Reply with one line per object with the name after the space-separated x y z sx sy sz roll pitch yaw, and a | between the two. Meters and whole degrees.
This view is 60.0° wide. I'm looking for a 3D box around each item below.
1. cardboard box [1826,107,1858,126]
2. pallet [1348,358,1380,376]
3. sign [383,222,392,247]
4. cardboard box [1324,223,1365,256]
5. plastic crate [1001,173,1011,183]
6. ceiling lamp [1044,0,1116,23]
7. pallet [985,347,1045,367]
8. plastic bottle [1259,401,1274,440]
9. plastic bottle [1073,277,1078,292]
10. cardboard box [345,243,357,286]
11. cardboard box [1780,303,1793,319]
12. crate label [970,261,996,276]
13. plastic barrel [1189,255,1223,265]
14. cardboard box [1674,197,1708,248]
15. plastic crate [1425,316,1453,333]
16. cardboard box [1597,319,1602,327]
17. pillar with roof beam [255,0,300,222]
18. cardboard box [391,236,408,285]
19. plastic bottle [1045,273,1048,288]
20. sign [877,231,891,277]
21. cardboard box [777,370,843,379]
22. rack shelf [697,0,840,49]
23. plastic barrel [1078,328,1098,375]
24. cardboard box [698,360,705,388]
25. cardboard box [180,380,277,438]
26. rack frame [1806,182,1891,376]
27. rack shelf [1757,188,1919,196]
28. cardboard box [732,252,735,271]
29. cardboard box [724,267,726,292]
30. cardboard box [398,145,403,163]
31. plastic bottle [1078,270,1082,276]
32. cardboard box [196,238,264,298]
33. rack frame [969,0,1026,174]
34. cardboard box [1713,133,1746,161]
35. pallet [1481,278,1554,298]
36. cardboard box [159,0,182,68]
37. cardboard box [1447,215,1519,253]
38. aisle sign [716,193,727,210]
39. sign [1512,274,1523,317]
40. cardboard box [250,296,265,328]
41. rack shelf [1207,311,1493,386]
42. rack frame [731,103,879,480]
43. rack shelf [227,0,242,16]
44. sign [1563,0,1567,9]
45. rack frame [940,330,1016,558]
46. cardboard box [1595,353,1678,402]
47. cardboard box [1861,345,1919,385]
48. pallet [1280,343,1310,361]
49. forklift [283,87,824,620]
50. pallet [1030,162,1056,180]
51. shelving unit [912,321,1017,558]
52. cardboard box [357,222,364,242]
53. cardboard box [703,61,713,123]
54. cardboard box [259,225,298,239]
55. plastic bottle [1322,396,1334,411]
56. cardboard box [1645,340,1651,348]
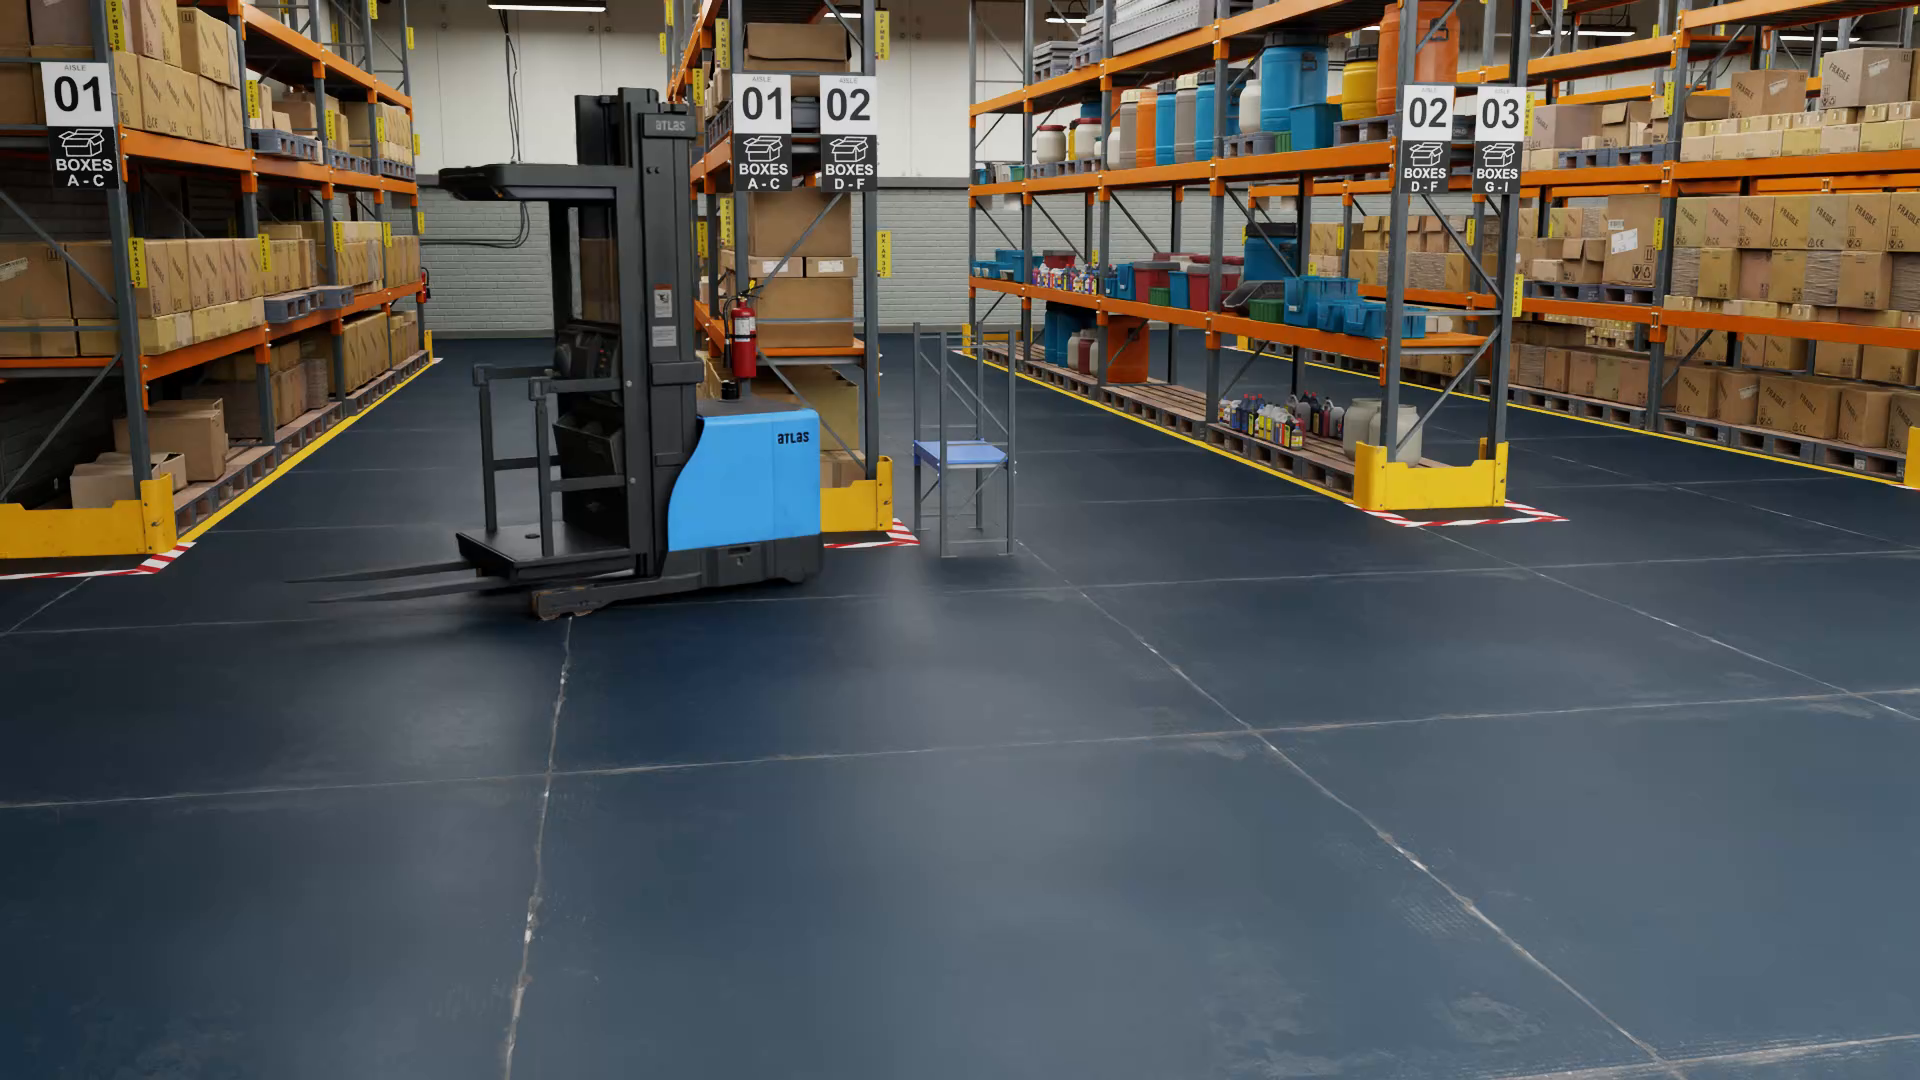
8.022 -3.794 14.919 0.380 0.149 0.250 -3 11 -14 | cardboard box
6.518 -2.612 24.854 1.003 0.211 1.213 -2 11 -11 | pallet
-7.752 -4.131 22.496 0.100 0.325 0.005 -2 11 -11 | sign
5.942 -4.636 25.631 0.500 0.500 0.500 -2 11 -9 | cardboard box
0.815 -5.504 25.273 0.293 0.136 0.466 -2 11 -11 | plastic crate
2.606 -11.072 30.192 2.000 3.185 0.800 -2 11 -11 | ceiling lamp
1.014 -2.928 26.516 1.003 0.211 1.213 -2 11 -11 | pallet
2.861 -1.112 15.425 0.144 0.351 0.185 -2 11 -11 | plastic bottle
1.535 -3.357 21.842 0.097 0.201 0.097 0 11 0 | plastic bottle
-7.440 -3.246 19.613 0.500 0.500 0.500 -2 11 -9 | cardboard box
7.995 -2.161 15.698 0.380 0.149 0.250 -2 11 -11 | cardboard box
0.383 -4.564 27.940 0.416 0.233 0.303 -2 11 -11 | crate label
2.794 -2.937 18.742 0.433 0.535 0.433 0 11 0 | plastic barrel
7.688 -3.248 17.001 0.500 0.500 0.500 -2 11 -11 | cardboard box
3.911 -1.786 13.761 0.298 0.136 0.250 -2 11 -11 | plastic crate
10.737 -3.577 27.380 0.380 0.149 0.250 -2 11 -9 | cardboard box
-5.044 -6.781 23.254 9.100 9.000 0.400 -2 11 -11 | pillar with roof beam
-8.659 -4.095 24.385 0.980 0.700 0.700 -3 11 -14 | cardboard box
1.238 -3.637 23.313 0.097 0.201 0.097 0 11 0 | plastic bottle
-0.544 -2.043 11.882 0.100 0.325 0.005 -2 11 -11 | sign
-1.265 -1.166 14.023 0.500 0.500 0.500 -2 11 -11 | cardboard box
-1.479 -4.324 13.341 1.077 0.370 4.000 -2 11 -11 | rack shelf
1.882 -2.525 22.264 0.600 0.588 0.708 -2 11 -11 | plastic barrel
-2.524 -1.768 17.692 0.500 0.311 0.500 -2 11 -12 | cardboard box
-6.886 -1.235 15.673 0.700 0.500 0.500 -2 11 -9 | cardboard box
11.957 -3.549 22.318 1.000 3.000 0.127 -2 11 -11 | rack frame
15.626 -5.968 28.930 1.077 0.370 4.000 -2 11 -11 | rack shelf
-1.701 -2.321 13.867 0.380 0.149 0.250 -2 11 -11 | cardboard box
-2.201 -2.673 17.449 0.500 0.500 0.500 -2 11 -11 | cardboard box
-8.449 -5.654 24.366 0.500 0.250 0.500 -2 11 -13 | cardboard box
1.600 -3.457 22.148 0.061 0.283 0.133 -2 11 -11 | plastic bottle
-6.331 -2.342 14.320 0.500 0.500 0.500 -2 11 -11 | cardboard box
0.658 -7.621 27.670 1.000 3.000 0.127 -2 11 -11 | rack frame
7.794 -3.864 16.356 0.500 0.250 0.500 -2 11 -12 | cardboard box
7.315 -3.166 20.820 1.213 0.211 1.003 -2 11 -11 | pallet
-5.943 -3.670 11.937 0.500 0.500 0.500 -2 11 -9 | cardboard box
6.946 -4.063 22.073 0.797 0.503 0.637 -2 11 -9 | cardboard box
-3.914 -5.795 27.169 0.394 0.787 0.004 -2 11 -11 | aisle sign
4.310 -1.895 12.888 0.100 0.325 0.005 -2 11 -11 | sign
-6.337 -1.973 14.388 0.500 0.250 0.500 -2 11 -11 | cardboard box
3.381 -1.753 14.808 1.077 0.370 4.000 -2 11 -11 | rack shelf
-1.090 -1.560 11.870 1.000 3.000 0.127 -2 11 -11 | rack frame
-6.337 -4.338 12.354 1.077 0.370 4.000 -2 11 -11 | rack shelf
7.602 -6.853 20.926 0.100 0.325 0.005 -2 11 -11 | sign
0.115 -0.628 10.984 0.500 1.500 0.032 -2 11 -11 | rack frame
7.677 -1.843 18.865 0.700 0.500 0.500 -2 11 -11 | cardboard box
12.161 -2.375 21.044 1.050 0.750 0.750 -2 11 -10 | cardboard box
5.982 -3.117 27.509 1.003 0.211 1.213 -2 11 -11 | pallet
-2.356 -1.101 9.644 3.031 2.935 1.130 -7 13 -33 | forklift
1.684 -5.181 23.377 1.213 0.211 1.003 -2 11 -11 | pallet
0.017 -0.721 11.474 0.538 1.500 1.048 -2 11 -11 | shelving unit
-7.651 -3.796 20.496 0.500 0.250 0.500 -2 11 -12 | cardboard box
-2.028 -3.989 14.847 0.500 0.500 0.500 -1 11 -6 | cardboard box
-7.331 -3.310 17.884 0.380 0.149 0.250 -4 12 -21 | cardboard box
3.500 -1.186 15.812 0.144 0.351 0.185 -2 11 -11 | plastic bottle
11.372 -3.215 27.069 0.380 0.149 0.250 -2 11 -9 | cardboard box
